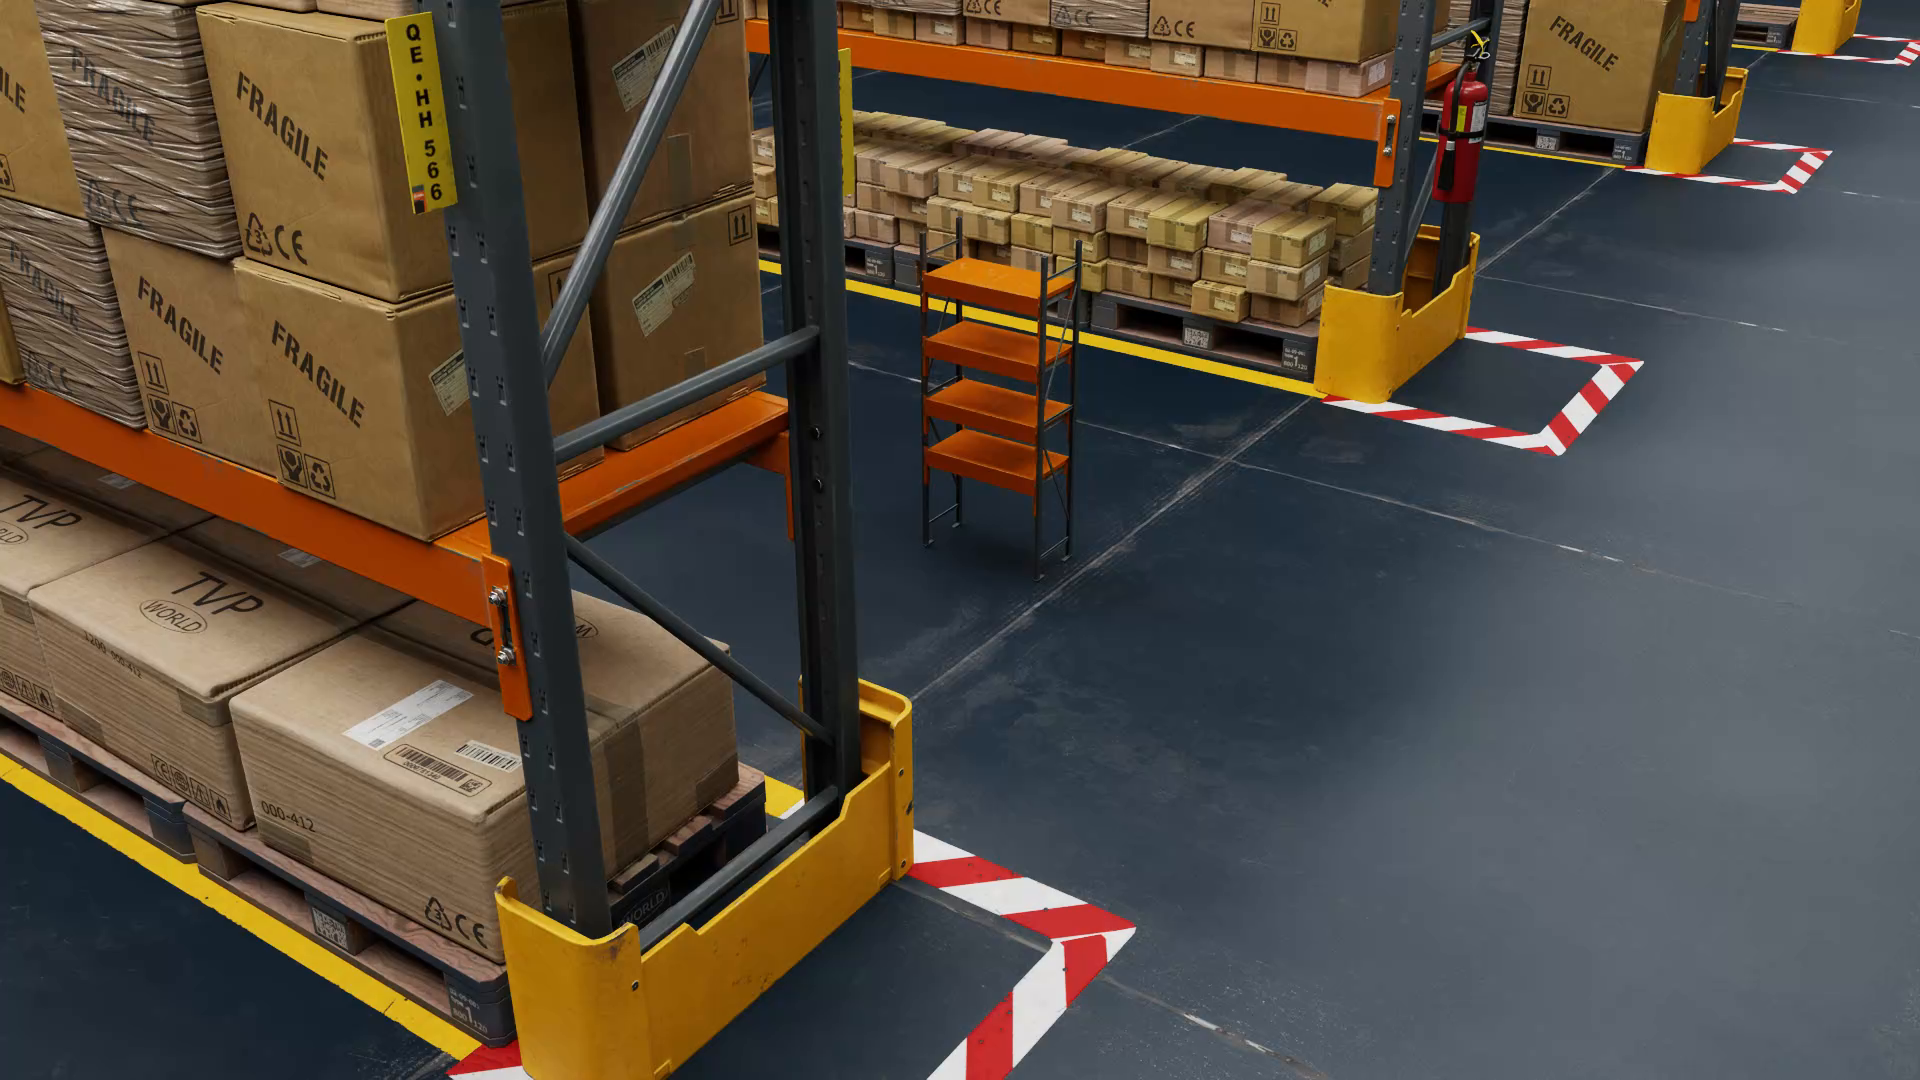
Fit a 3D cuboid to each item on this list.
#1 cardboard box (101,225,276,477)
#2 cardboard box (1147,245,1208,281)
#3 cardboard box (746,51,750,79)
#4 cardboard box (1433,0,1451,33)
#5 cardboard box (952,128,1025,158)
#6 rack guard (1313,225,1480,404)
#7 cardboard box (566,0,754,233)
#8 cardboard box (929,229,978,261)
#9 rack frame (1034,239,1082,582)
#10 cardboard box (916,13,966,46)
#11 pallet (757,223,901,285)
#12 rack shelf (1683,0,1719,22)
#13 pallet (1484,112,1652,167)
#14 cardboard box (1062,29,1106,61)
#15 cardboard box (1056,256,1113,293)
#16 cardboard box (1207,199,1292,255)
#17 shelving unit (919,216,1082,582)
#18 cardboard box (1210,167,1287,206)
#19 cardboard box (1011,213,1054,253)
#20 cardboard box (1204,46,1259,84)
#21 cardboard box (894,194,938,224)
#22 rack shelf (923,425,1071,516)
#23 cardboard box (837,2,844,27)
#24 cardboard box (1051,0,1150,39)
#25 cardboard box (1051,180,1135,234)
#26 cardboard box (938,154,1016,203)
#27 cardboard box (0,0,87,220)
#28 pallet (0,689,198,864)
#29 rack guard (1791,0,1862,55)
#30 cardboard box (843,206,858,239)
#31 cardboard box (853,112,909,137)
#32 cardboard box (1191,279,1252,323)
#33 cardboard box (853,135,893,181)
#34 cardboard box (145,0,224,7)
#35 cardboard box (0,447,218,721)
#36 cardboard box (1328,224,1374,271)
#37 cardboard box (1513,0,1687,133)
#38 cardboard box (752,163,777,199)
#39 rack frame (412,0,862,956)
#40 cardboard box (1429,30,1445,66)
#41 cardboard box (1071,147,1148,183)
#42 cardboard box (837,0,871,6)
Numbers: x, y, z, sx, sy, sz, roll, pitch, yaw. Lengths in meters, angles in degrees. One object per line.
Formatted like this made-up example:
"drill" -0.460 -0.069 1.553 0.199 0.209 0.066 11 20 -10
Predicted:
"cardboard box" -1.544 -0.505 3.824 0.500 0.500 0.500 17 31 29
"cardboard box" 1.102 -1.388 8.022 0.250 0.149 0.380 16 31 28
"cardboard box" -1.629 -2.900 10.108 0.500 0.250 0.500 16 31 28
"cardboard box" 1.914 -2.573 7.560 0.500 0.500 0.500 19 33 33
"cardboard box" 0.159 -2.149 9.190 0.250 0.149 0.380 16 31 28
"rack guard" 2.065 -1.083 7.826 0.348 0.500 1.175 17 32 30
"cardboard box" -0.826 -1.021 3.736 0.500 0.500 0.500 17 31 29
"cardboard box" 0.041 -1.589 8.746 0.250 0.149 0.380 16 31 29
"rack frame" 0.338 -0.430 5.771 0.015 1.200 0.240 17 32 30
"cardboard box" -0.008 -2.577 8.284 0.250 0.149 0.380 19 33 32
"pallet" -0.596 -1.802 9.559 1.213 0.211 1.003 17 32 30
"rack shelf" 3.371 -4.199 11.986 4.000 0.370 1.077 17 32 30
"pallet" 4.316 -2.939 11.792 1.213 0.211 1.003 17 32 30
"cardboard box" 0.687 -2.407 7.949 0.250 0.149 0.380 16 31 28
"cardboard box" 0.681 -1.380 8.334 0.250 0.149 0.380 16 31 28
"cardboard box" 1.373 -1.486 7.887 0.250 0.149 0.380 18 32 31
"shelving unit" 0.136 -0.492 5.894 0.503 1.200 0.258 17 32 30
"cardboard box" 1.458 -1.759 8.423 0.250 0.149 0.380 17 32 30
"cardboard box" 0.467 -1.589 8.417 0.250 0.149 0.380 19 33 33
"cardboard box" 1.300 -2.180 7.503 0.250 0.149 0.380 17 32 30
"cardboard box" -0.137 -1.810 8.853 0.250 0.149 0.380 19 33 33
"rack shelf" 0.136 -0.255 6.015 0.480 0.148 0.258 17 32 30
"cardboard box" -0.617 -2.810 8.741 0.250 0.149 0.380 16 31 28
"cardboard box" 0.767 -2.634 7.681 0.500 0.500 0.500 17 32 30
"cardboard box" 0.657 -1.643 8.196 0.250 0.149 0.380 19 32 32
"cardboard box" 0.090 -1.887 8.676 0.250 0.149 0.380 16 31 28
"cardboard box" -1.977 -1.077 3.846 0.500 0.500 0.500 17 32 30
"pallet" -2.296 0.453 5.128 1.213 0.211 1.003 17 32 30
"rack guard" 7.851 -4.742 15.017 0.348 0.500 1.175 17 32 30
"cardboard box" -0.598 -1.795 9.149 0.250 0.149 0.380 17 32 30
"cardboard box" -0.496 -2.341 9.568 0.250 0.149 0.380 18 32 31
"cardboard box" 1.306 -1.179 7.940 0.250 0.149 0.380 18 32 32
"cardboard box" -0.573 -2.081 9.056 0.250 0.149 0.380 17 31 30
"cardboard box" -1.484 -1.188 3.350 0.250 0.149 0.380 17 32 30
"cardboard box" -2.694 0.058 5.191 0.875 0.438 0.875 16 31 29
"cardboard box" 1.841 -1.457 8.158 0.250 0.149 0.380 19 32 32
"cardboard box" 4.446 -3.380 11.464 0.875 0.875 0.875 17 32 30
"cardboard box" -1.052 -2.041 9.305 0.250 0.149 0.380 19 33 33
"rack frame" -0.592 -0.301 3.533 0.127 3.000 1.000 17 32 30
"cardboard box" 2.046 -2.271 7.682 0.250 0.149 0.380 17 32 30
"cardboard box" 0.792 -1.951 8.801 0.250 0.149 0.380 18 32 31
"cardboard box" -0.492 -3.036 8.470 0.500 0.500 0.500 17 32 30
